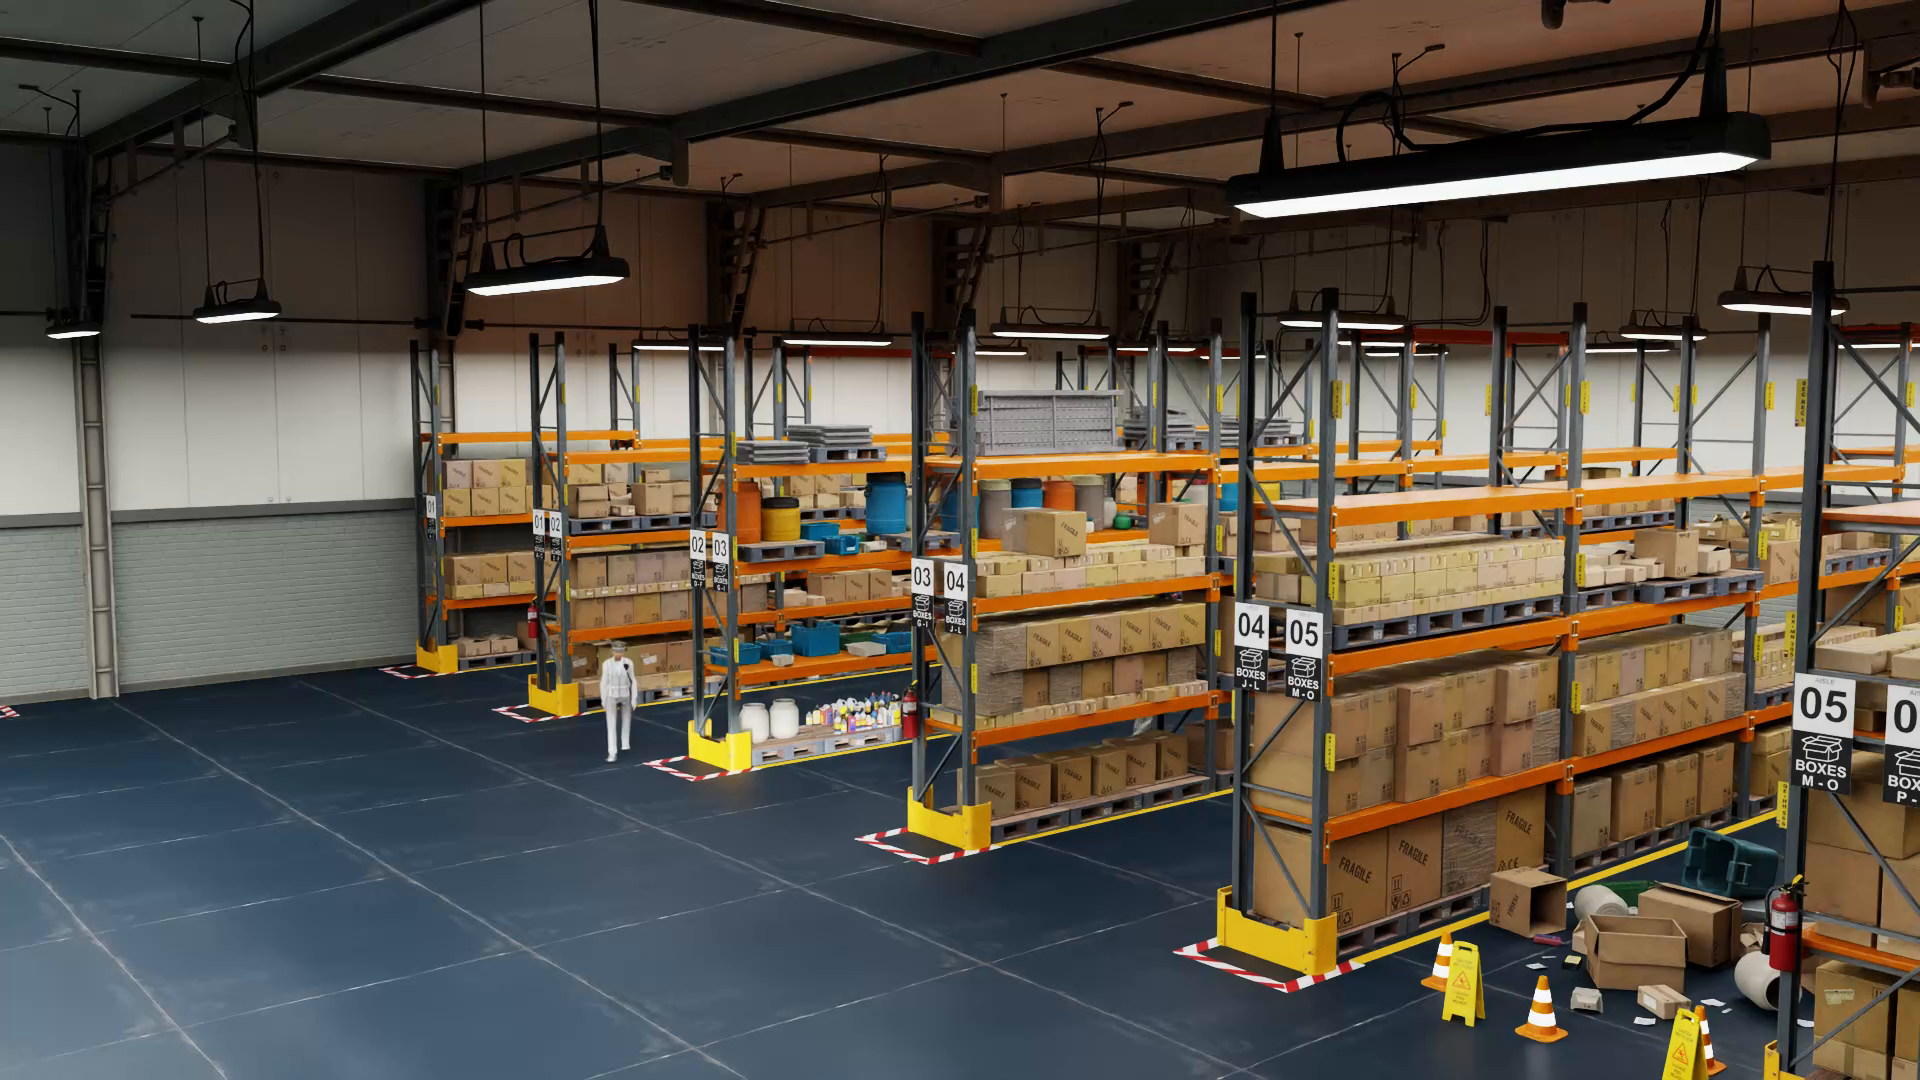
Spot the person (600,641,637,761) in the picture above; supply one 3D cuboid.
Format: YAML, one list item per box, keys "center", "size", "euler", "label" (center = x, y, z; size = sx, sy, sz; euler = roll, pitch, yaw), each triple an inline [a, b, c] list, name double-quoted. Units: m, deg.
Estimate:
- center: [-4.767, 2.203, 23.219]
  size: [0.487, 1.624, 0.854]
  euler: [-2, 6, -23]
  label: "person"

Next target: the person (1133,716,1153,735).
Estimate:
- center: [2.524, 2.177, 23.382]
  size: [0.516, 1.672, 0.512]
  euler: [-5, 7, -41]
  label: "person"
